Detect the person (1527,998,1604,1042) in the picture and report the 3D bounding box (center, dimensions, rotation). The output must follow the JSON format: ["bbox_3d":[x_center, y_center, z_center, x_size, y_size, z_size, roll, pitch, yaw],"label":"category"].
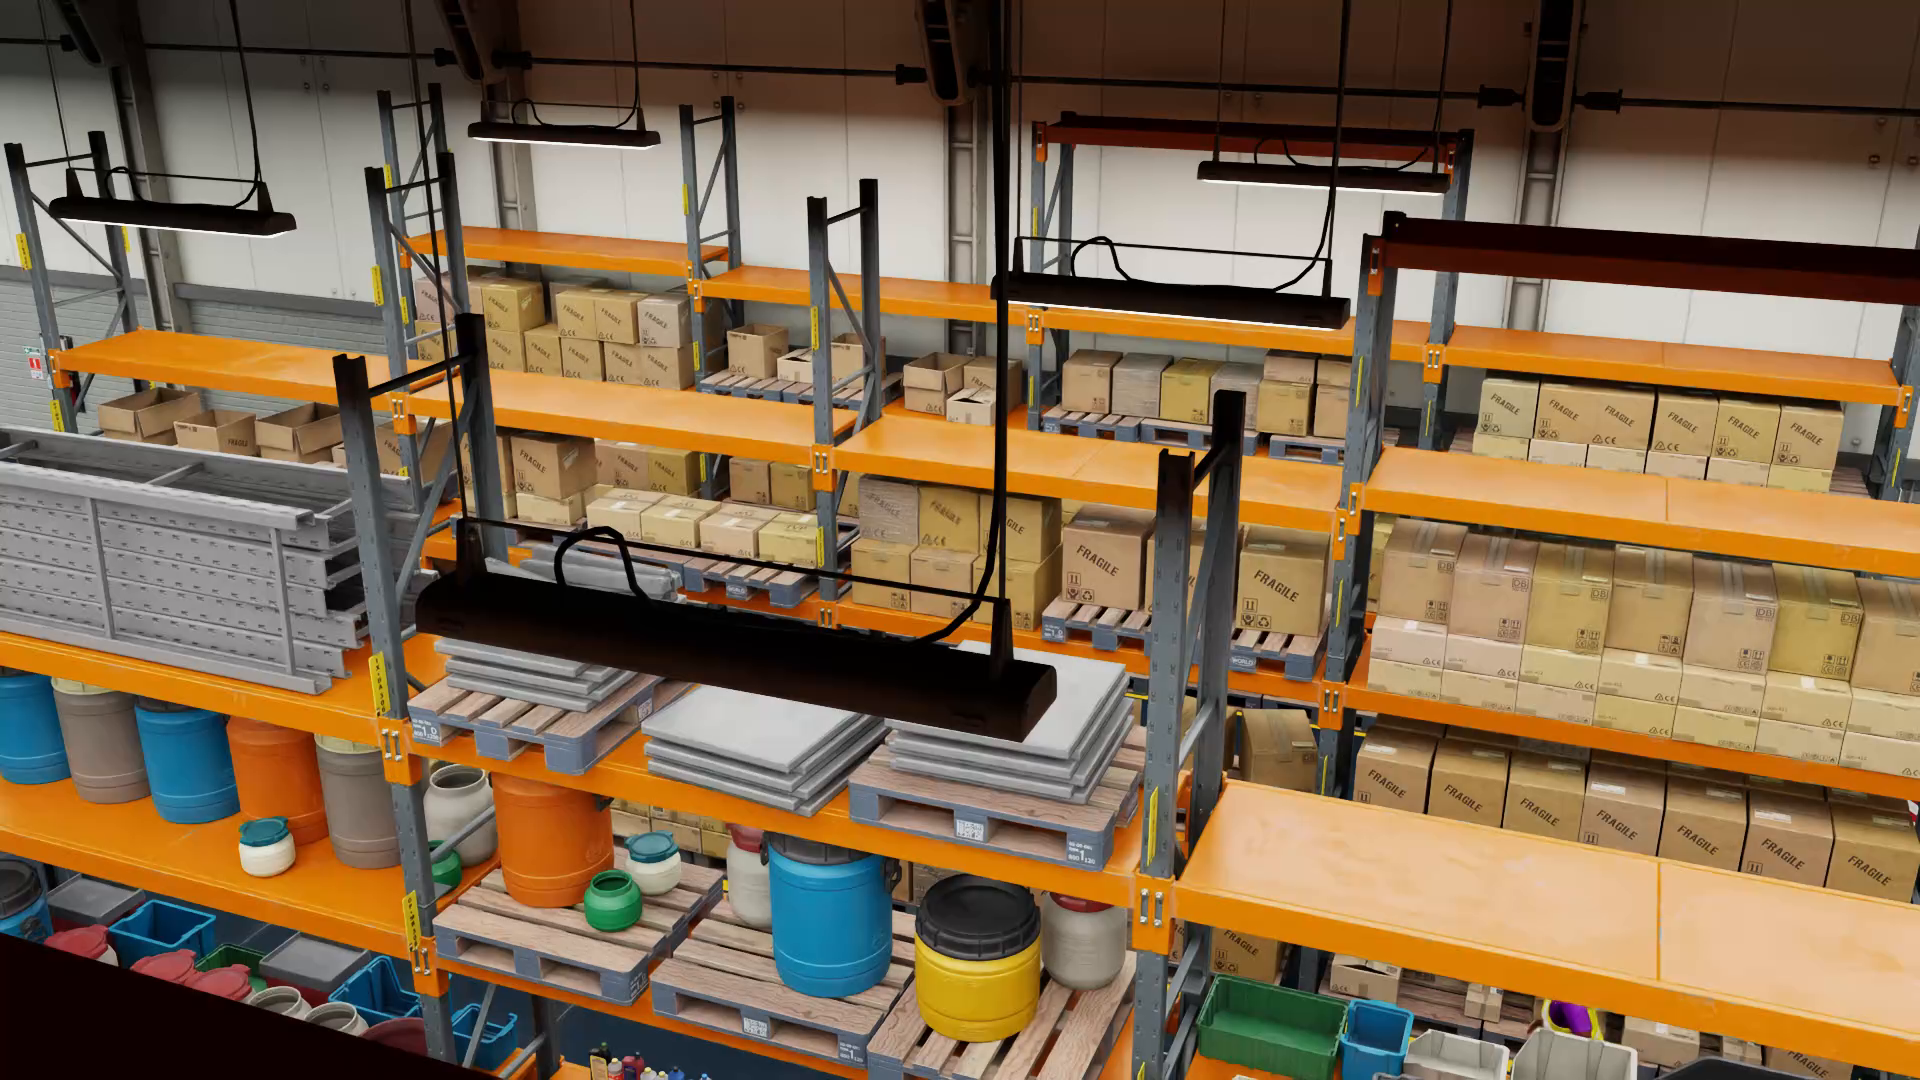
[{"bbox_3d":[4.096,3.423,11.055,0.686,1.672,0.735,12,24,28],"label":"person"}]
